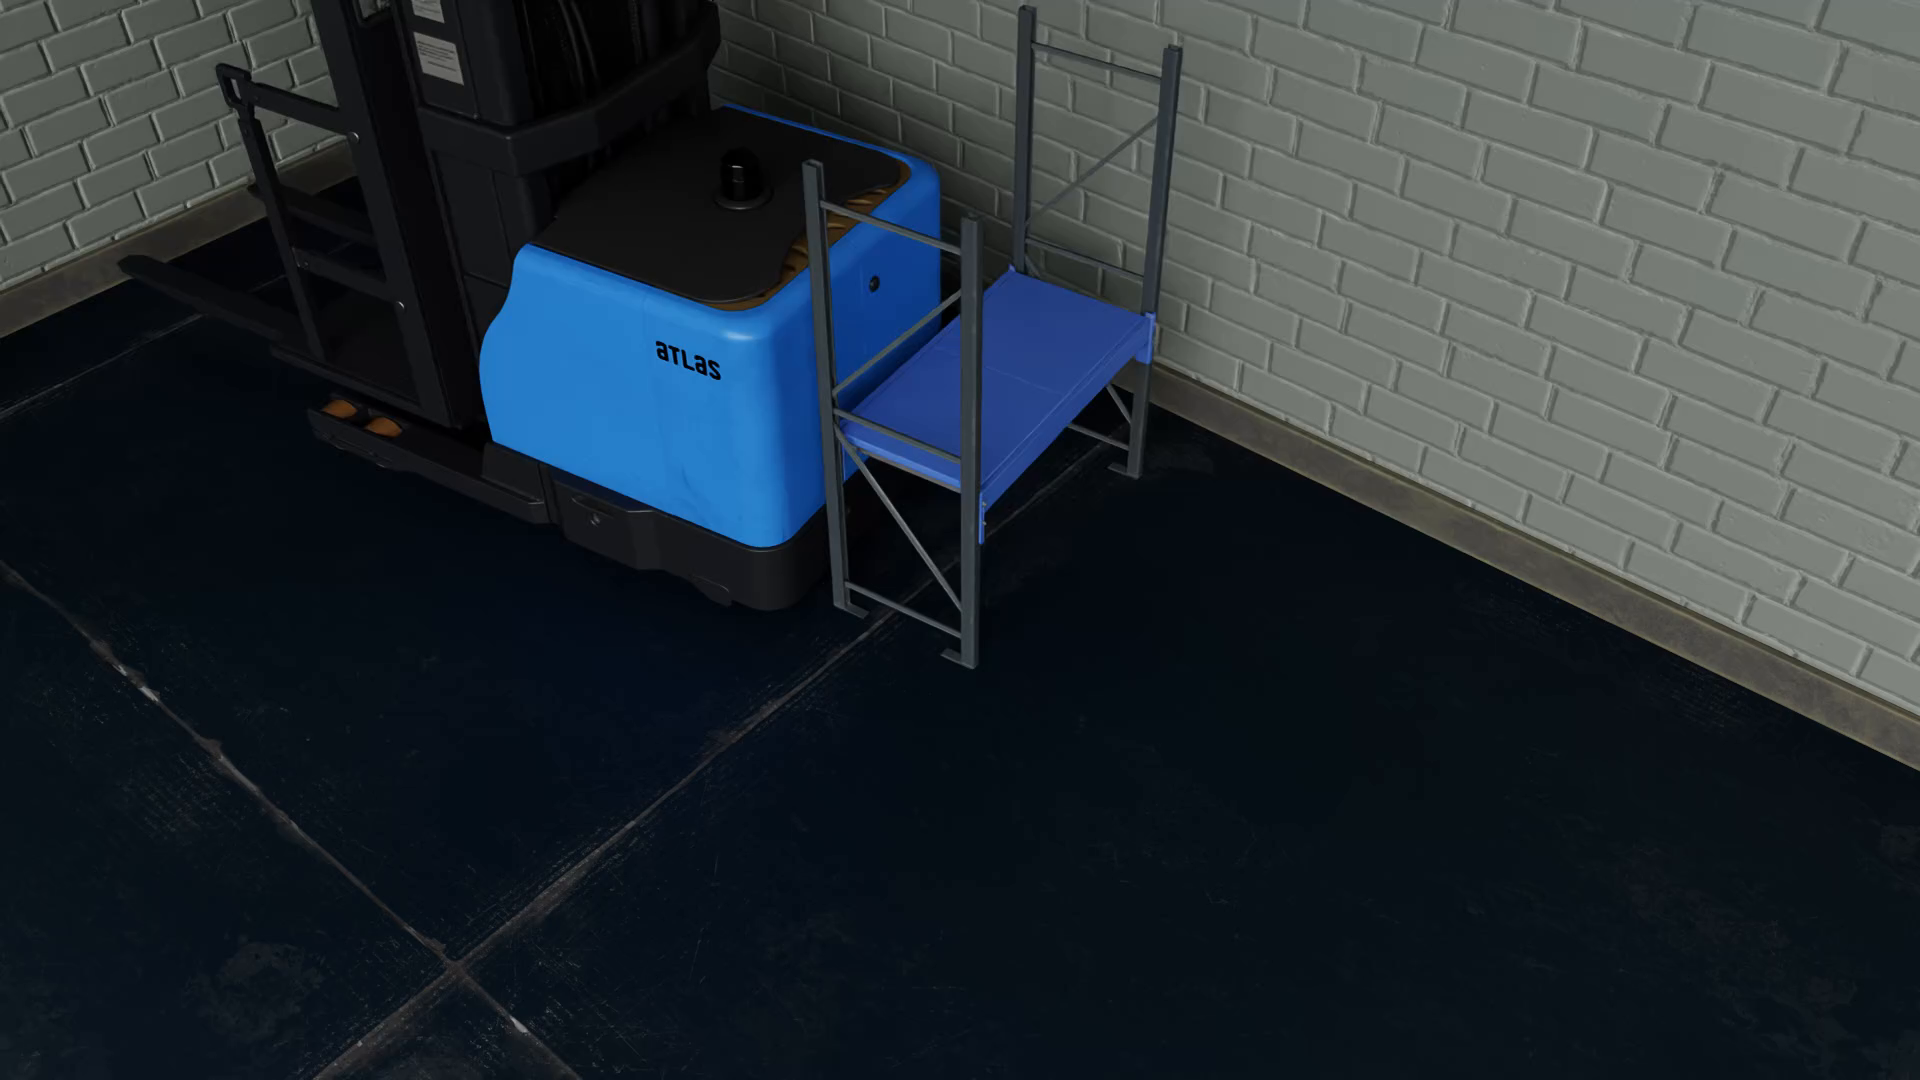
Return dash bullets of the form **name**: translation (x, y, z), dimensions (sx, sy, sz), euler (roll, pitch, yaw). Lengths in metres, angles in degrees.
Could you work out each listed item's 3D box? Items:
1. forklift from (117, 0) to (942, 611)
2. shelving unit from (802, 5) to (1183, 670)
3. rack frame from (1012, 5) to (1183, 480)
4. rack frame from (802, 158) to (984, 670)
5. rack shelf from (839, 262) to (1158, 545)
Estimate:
- **forklift**: translation (-1.578, -1.609, 4.841), dimensions (3.031, 2.935, 1.130), euler (21, 46, 22)
- **shelving unit**: translation (0.109, -0.563, 4.755), dimensions (0.538, 1.500, 1.048), euler (23, 47, 23)
- **rack frame**: translation (0.382, -0.852, 5.072), dimensions (0.500, 1.500, 0.032), euler (23, 47, 23)
- **rack frame**: translation (-0.164, -0.275, 4.437), dimensions (0.500, 1.500, 0.032), euler (23, 47, 23)
- **rack shelf**: translation (0.109, -0.430, 4.876), dimensions (0.538, 0.185, 1.000), euler (23, 47, 23)
